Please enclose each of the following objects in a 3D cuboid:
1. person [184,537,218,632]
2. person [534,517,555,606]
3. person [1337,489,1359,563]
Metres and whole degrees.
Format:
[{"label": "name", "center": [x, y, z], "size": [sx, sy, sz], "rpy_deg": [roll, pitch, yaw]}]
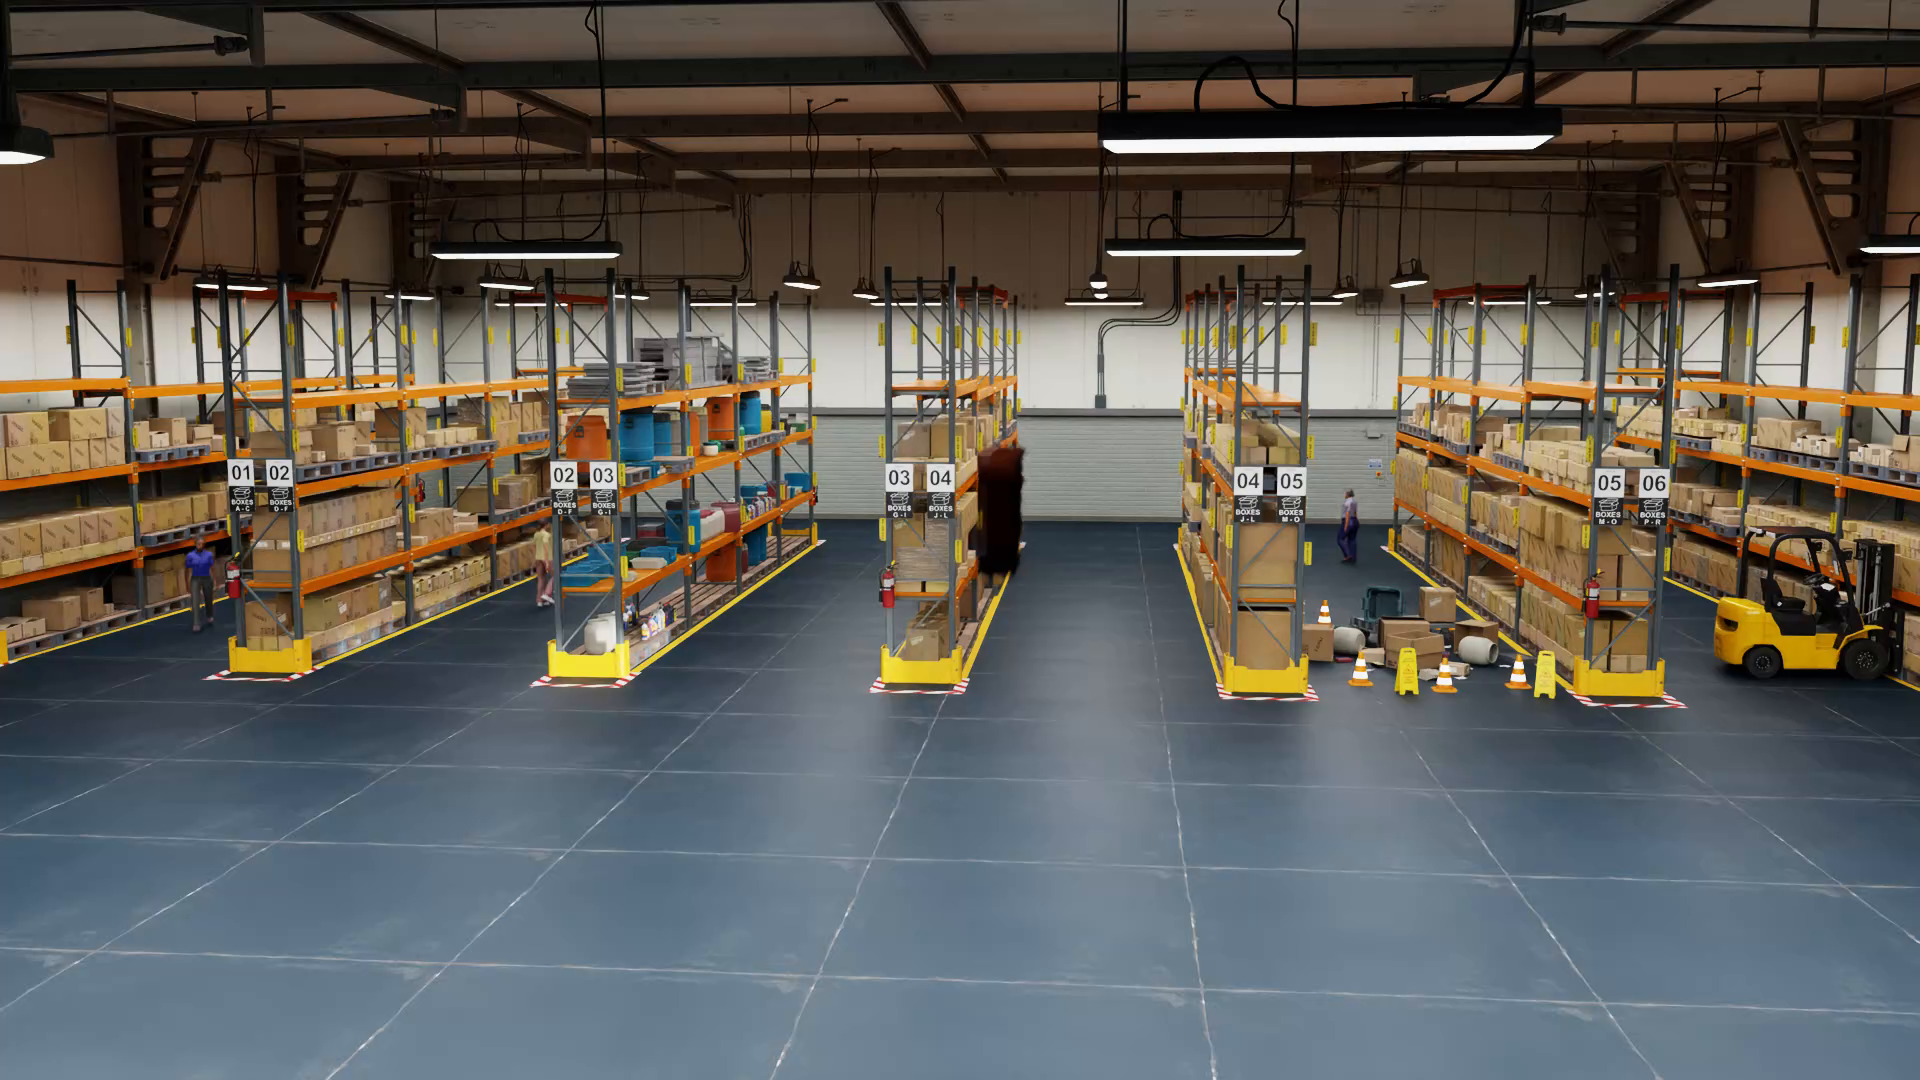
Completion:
[{"label": "person", "center": [-13.028, 0.727, 28.546], "size": [0.527, 1.592, 1.052], "rpy_deg": [-3, 7, -21]}, {"label": "person", "center": [-7.780, 0.397, 31.038], "size": [0.459, 1.654, 0.482], "rpy_deg": [3, 8, 22]}, {"label": "person", "center": [8.702, -0.312, 37.231], "size": [0.382, 1.685, 0.536], "rpy_deg": [6, 9, 39]}]
